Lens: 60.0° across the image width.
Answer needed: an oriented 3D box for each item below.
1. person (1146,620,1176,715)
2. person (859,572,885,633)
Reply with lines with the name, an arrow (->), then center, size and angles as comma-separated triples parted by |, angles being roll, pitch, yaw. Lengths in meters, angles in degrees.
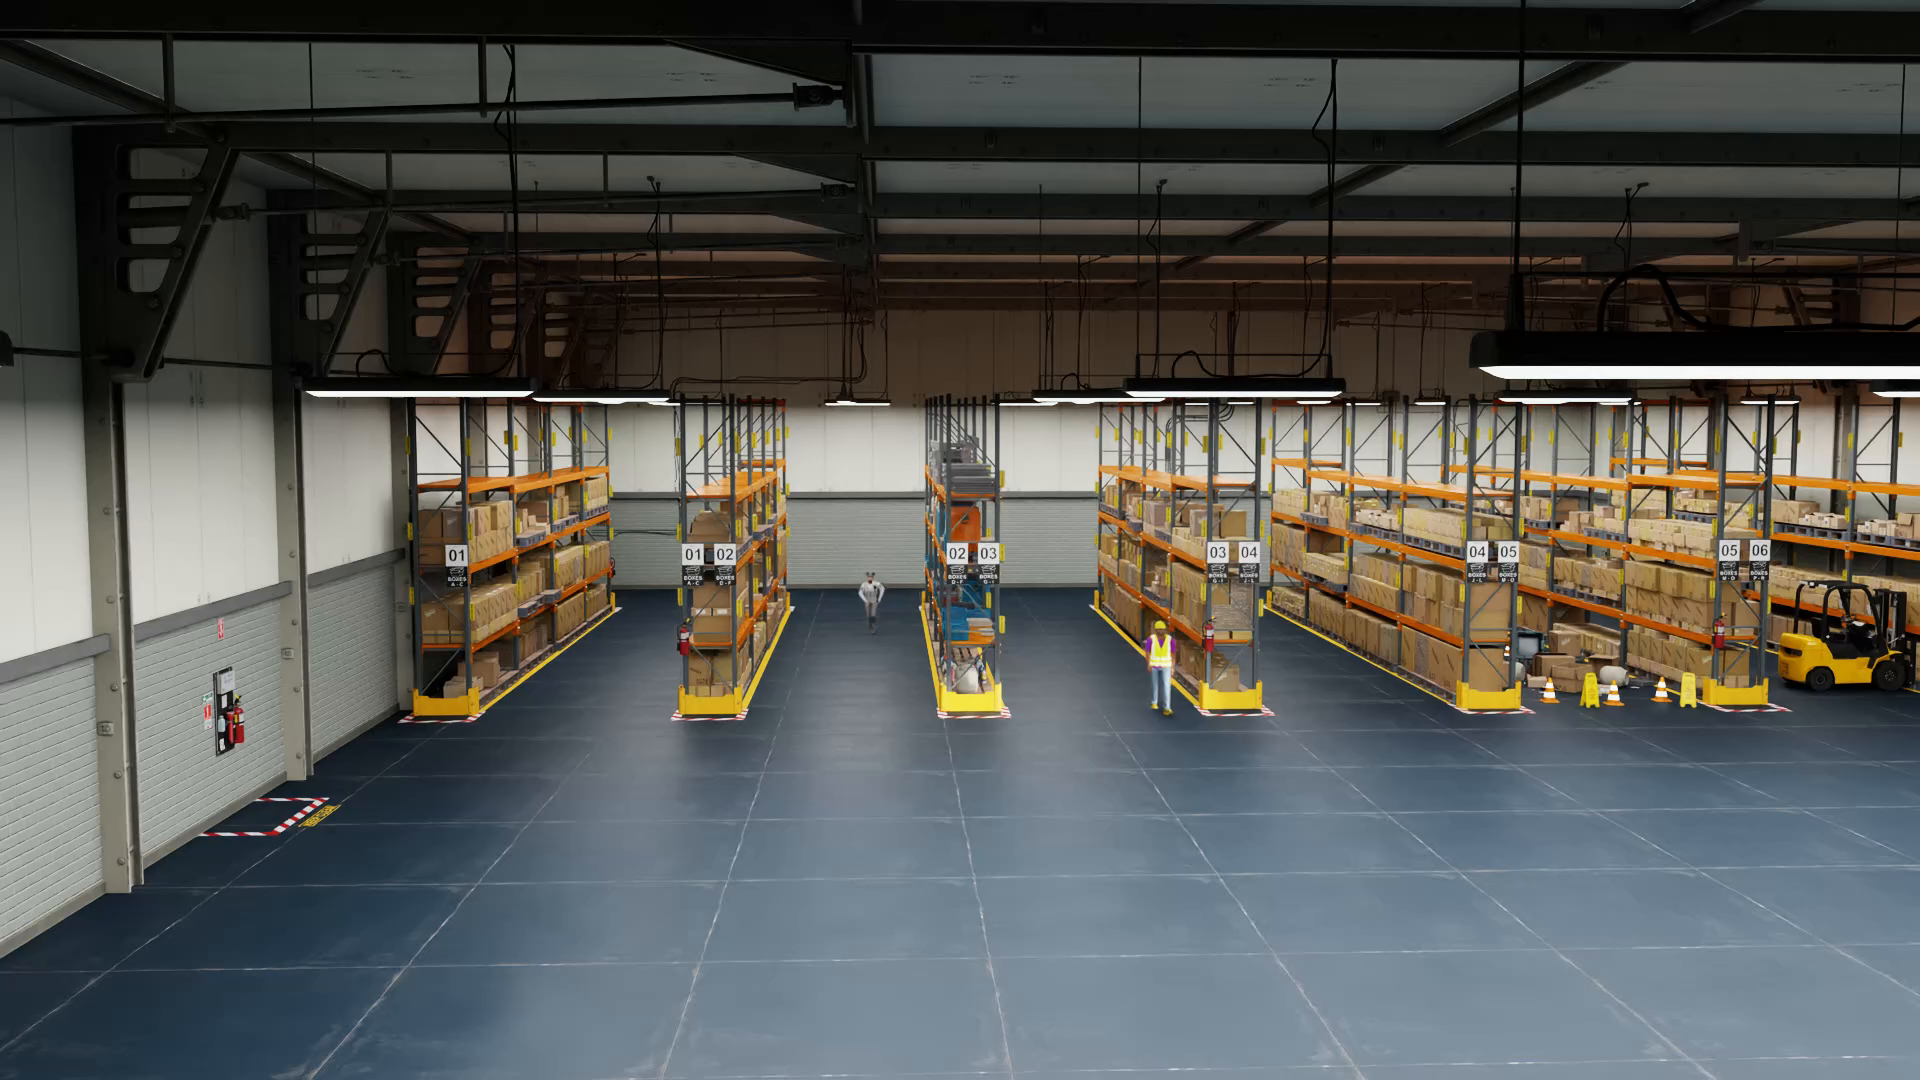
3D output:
person -> 3.769, 2.390, 31.276 | 0.562, 1.757, 0.848 | 1, 5, 9
person -> -2.246, 1.581, 42.363 | 0.621, 1.603, 0.702 | 1, 5, 9
